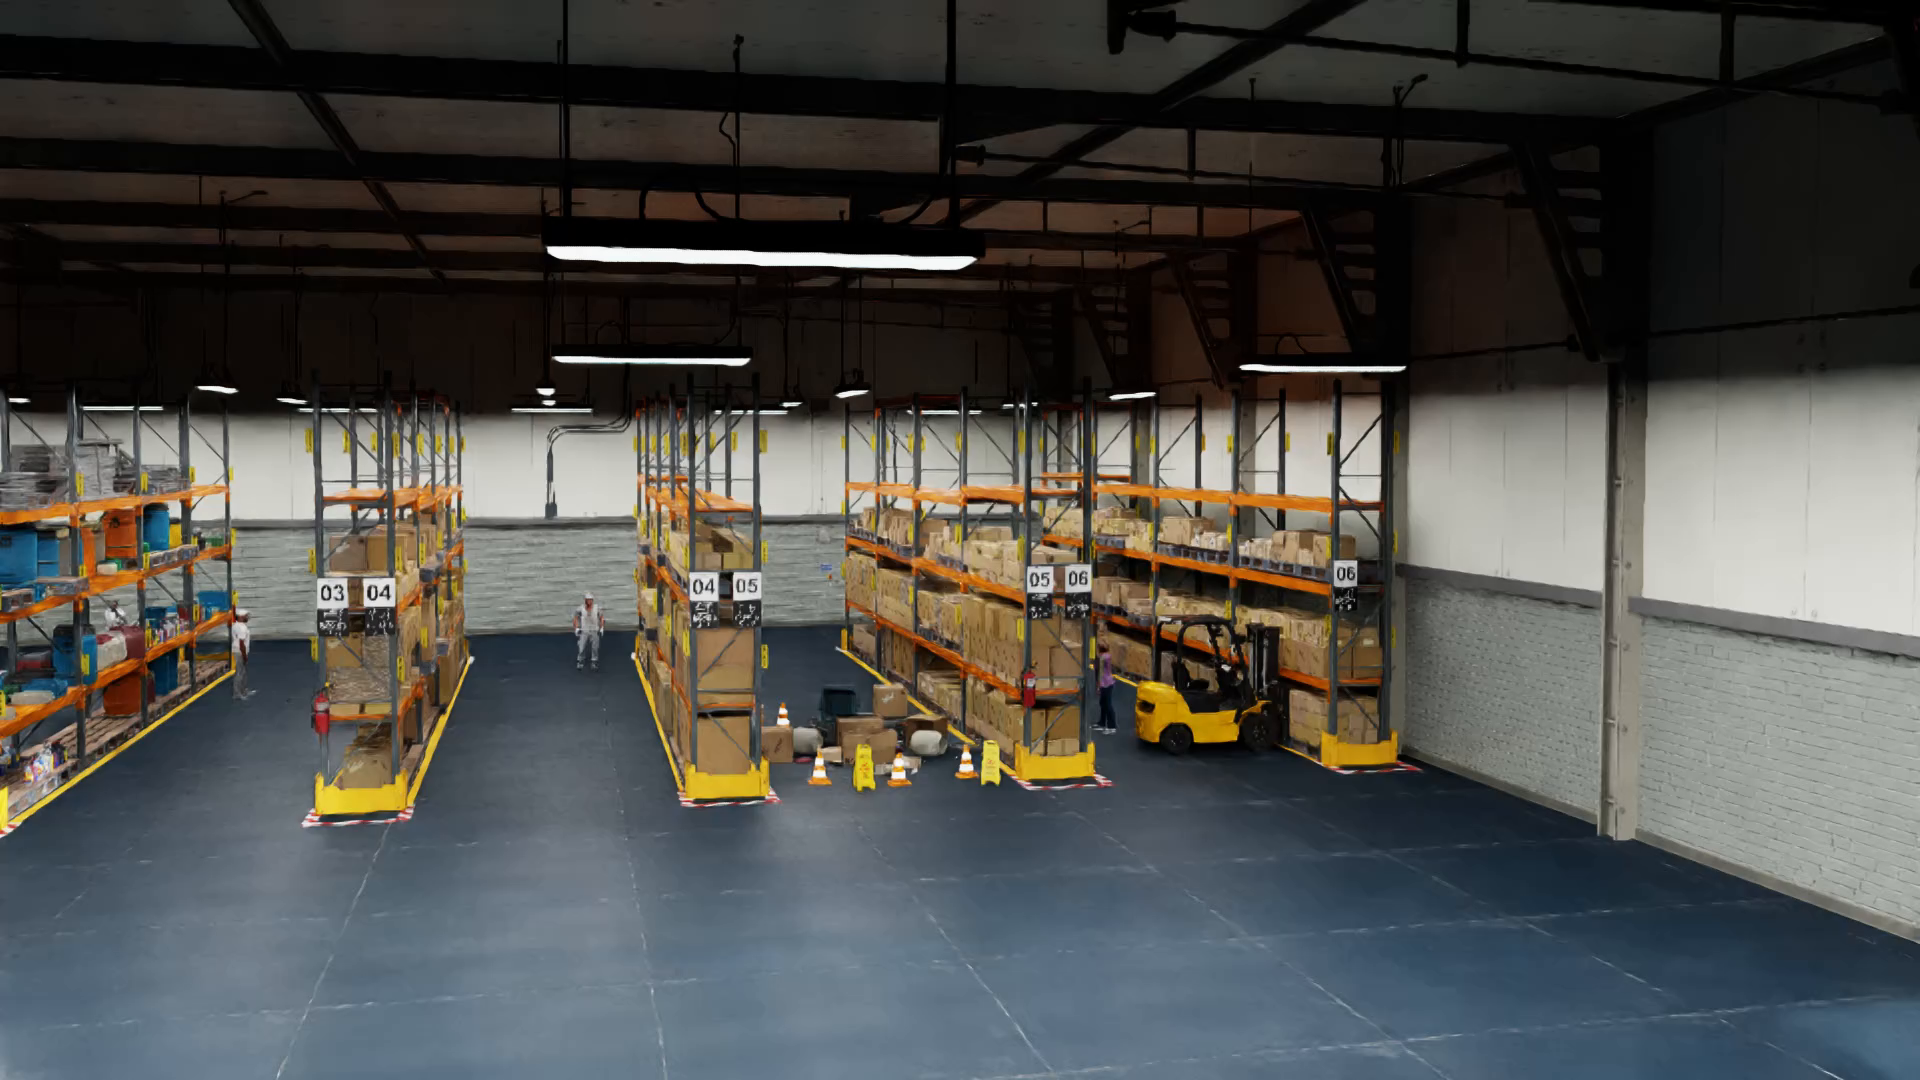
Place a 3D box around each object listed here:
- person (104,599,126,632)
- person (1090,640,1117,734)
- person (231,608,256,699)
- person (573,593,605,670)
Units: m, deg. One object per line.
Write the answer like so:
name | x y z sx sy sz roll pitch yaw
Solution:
person | -18.665 2.071 36.741 0.445 1.586 1.081 -1 3 -16
person | 2.477 2.529 28.804 0.527 1.592 0.522 1 3 18
person | -14.079 2.213 32.681 0.468 1.770 0.640 -2 4 -30
person | -8.187 2.024 36.666 0.665 1.740 0.546 -1 3 -15
